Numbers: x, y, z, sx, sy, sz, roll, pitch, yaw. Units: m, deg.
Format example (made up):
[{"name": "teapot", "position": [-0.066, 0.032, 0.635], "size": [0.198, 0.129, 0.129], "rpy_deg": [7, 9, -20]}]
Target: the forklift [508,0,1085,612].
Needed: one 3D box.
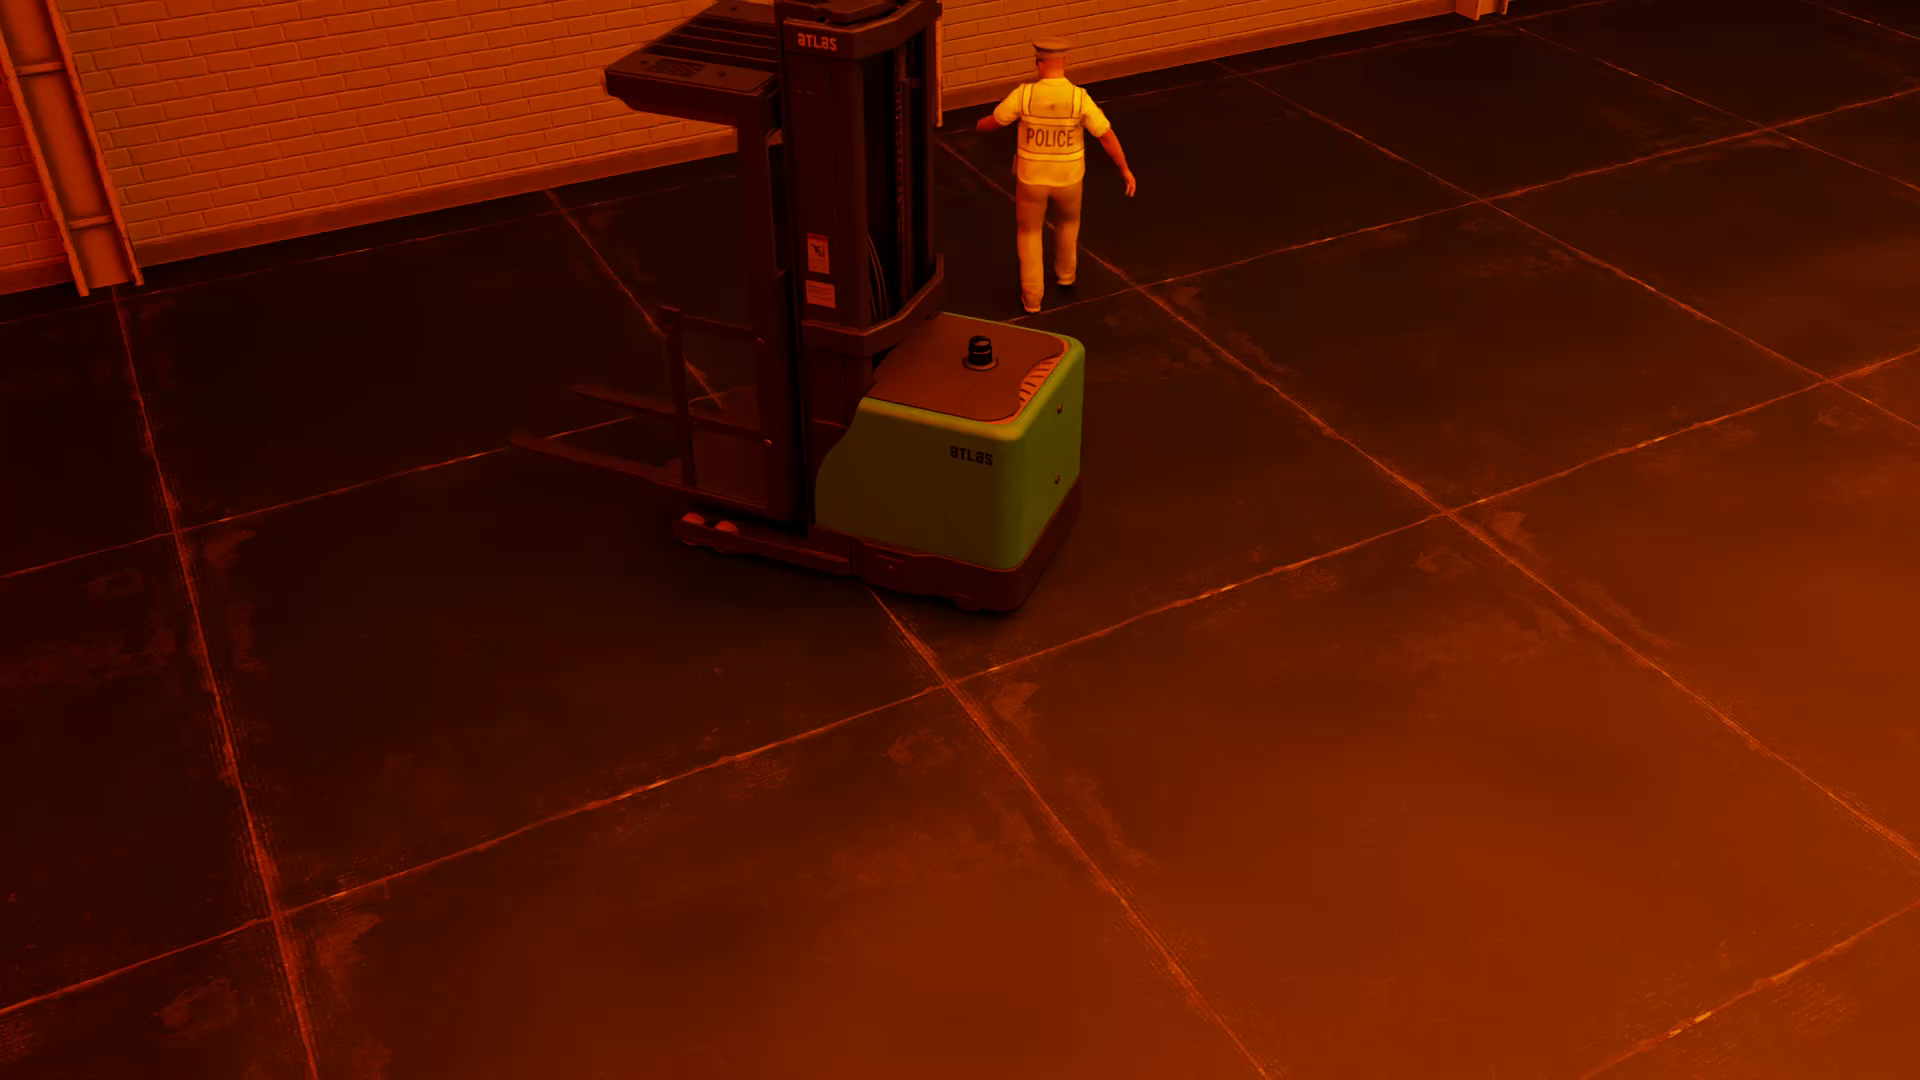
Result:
[{"name": "forklift", "position": [-0.934, -1.390, 8.090], "size": [3.031, 2.935, 1.130], "rpy_deg": [14, 37, 18]}]

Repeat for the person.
[{"name": "person", "position": [0.599, -2.326, 10.504], "size": [1.011, 1.756, 0.694], "rpy_deg": [2, 35, 2]}]
